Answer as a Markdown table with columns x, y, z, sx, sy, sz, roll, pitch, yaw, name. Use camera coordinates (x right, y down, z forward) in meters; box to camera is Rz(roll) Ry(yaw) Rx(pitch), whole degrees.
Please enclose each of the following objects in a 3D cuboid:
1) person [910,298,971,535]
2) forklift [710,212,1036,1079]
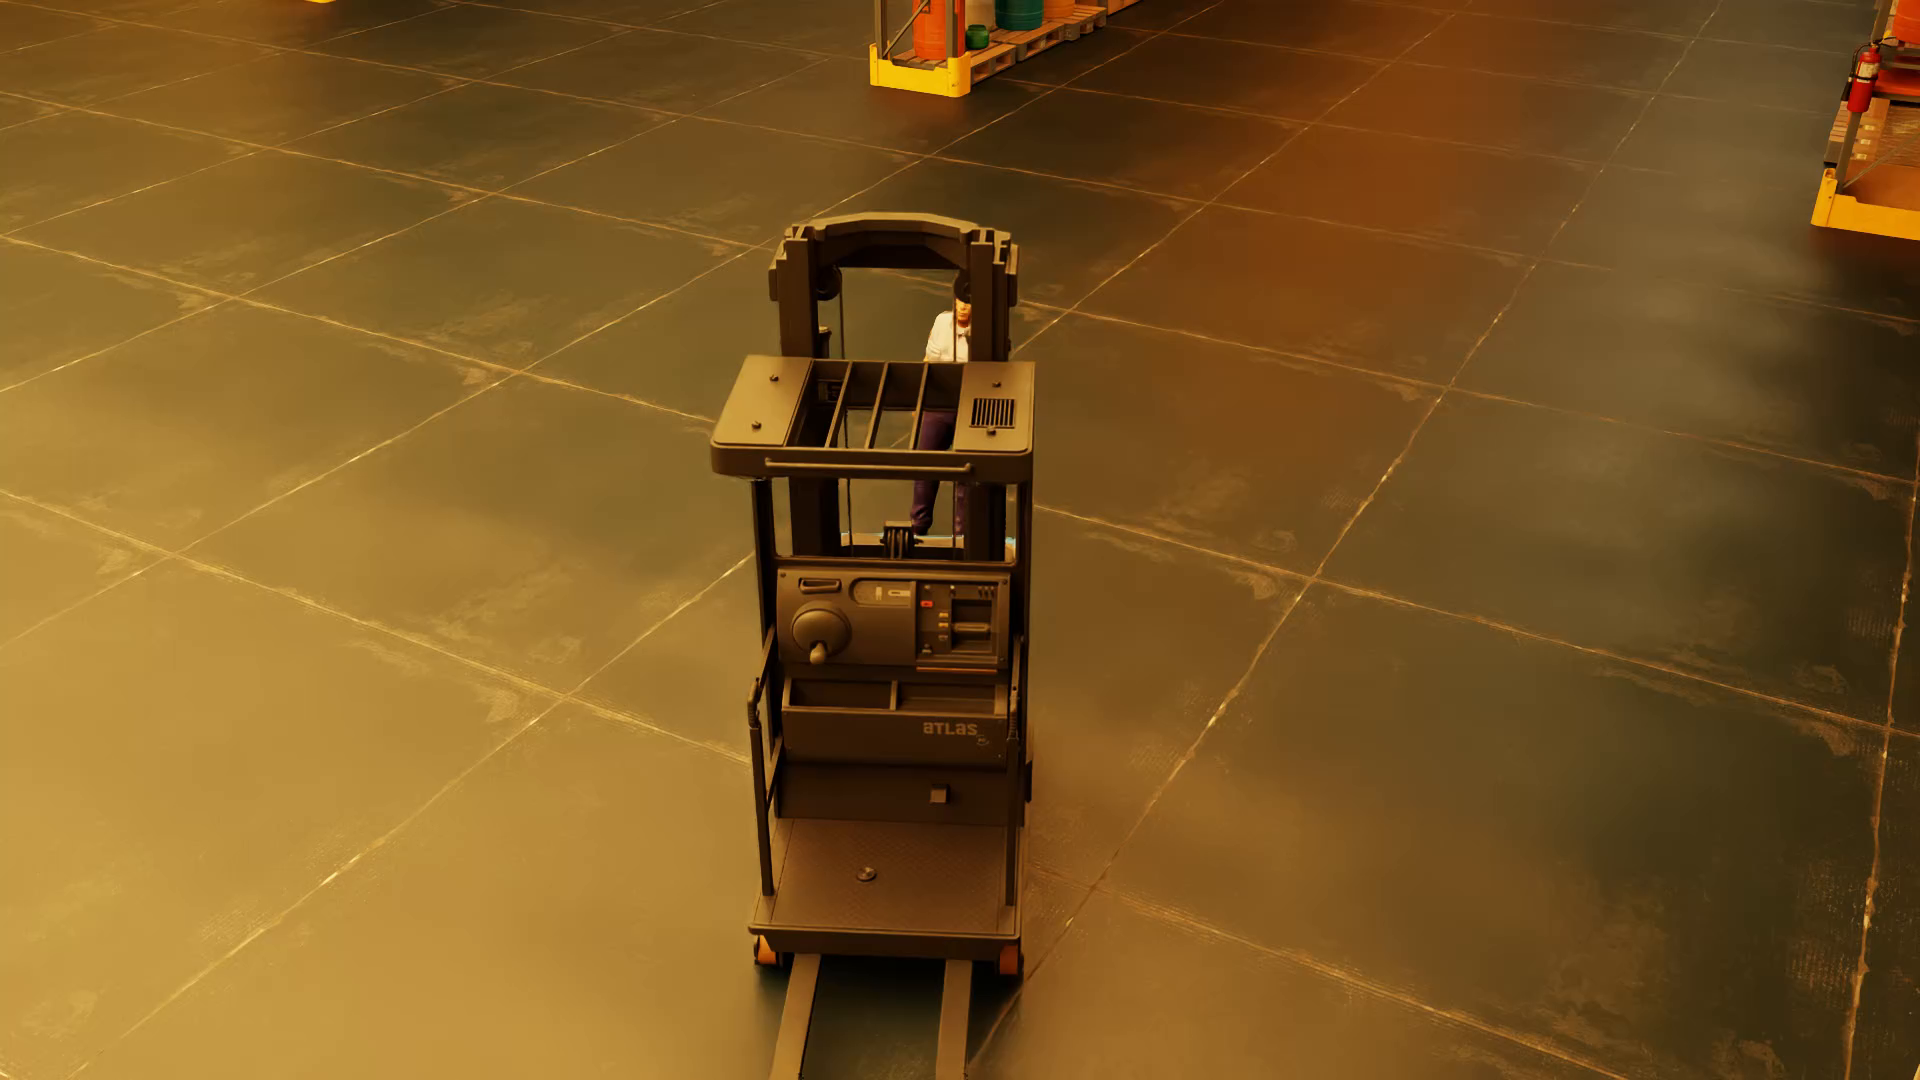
| x | y | z | sx | sy | sz | roll | pitch | yaw | name |
| --- | --- | --- | --- | --- | --- | --- | --- | --- | --- |
| -0.064 | -0.686 | 9.529 | 0.598 | 1.651 | 0.502 | 15 | 33 | 25 | person |
| -0.276 | 0.361 | 6.445 | 1.130 | 2.935 | 3.031 | 2 | 30 | 3 | forklift |
